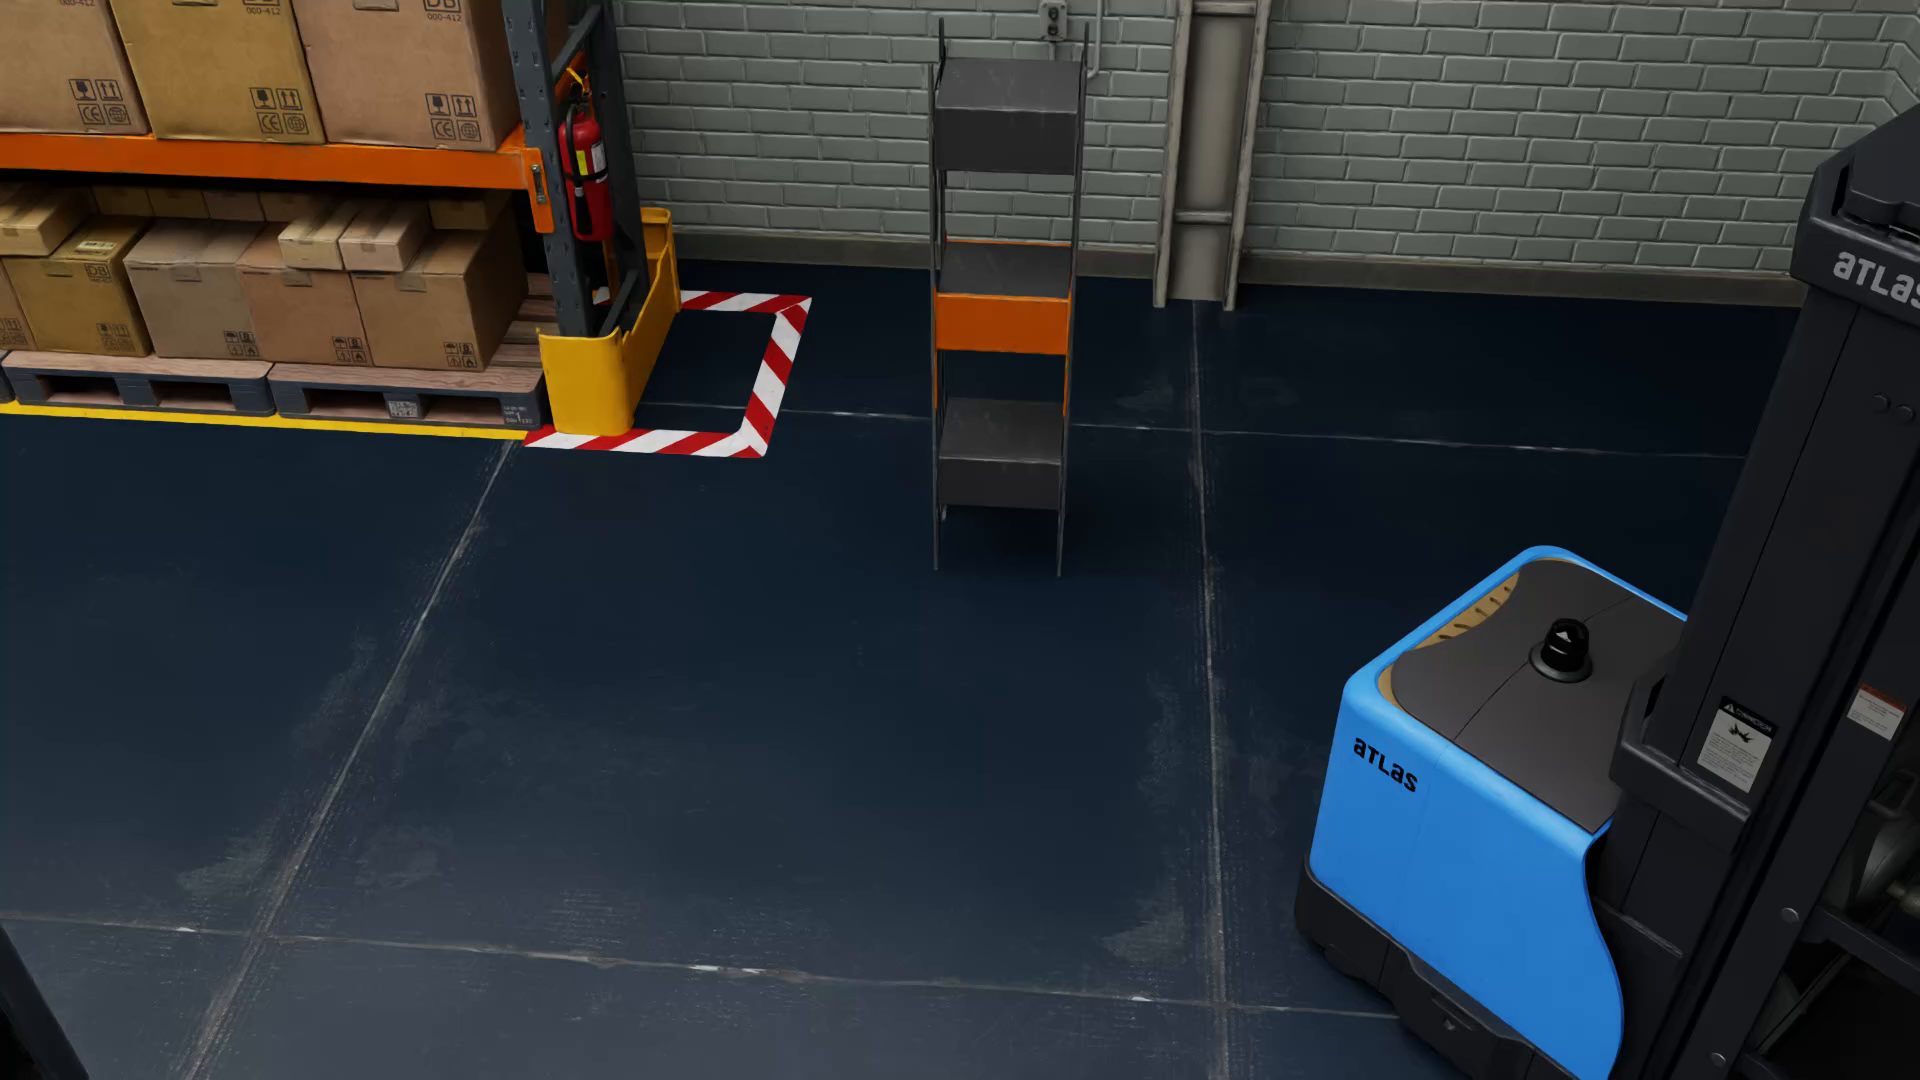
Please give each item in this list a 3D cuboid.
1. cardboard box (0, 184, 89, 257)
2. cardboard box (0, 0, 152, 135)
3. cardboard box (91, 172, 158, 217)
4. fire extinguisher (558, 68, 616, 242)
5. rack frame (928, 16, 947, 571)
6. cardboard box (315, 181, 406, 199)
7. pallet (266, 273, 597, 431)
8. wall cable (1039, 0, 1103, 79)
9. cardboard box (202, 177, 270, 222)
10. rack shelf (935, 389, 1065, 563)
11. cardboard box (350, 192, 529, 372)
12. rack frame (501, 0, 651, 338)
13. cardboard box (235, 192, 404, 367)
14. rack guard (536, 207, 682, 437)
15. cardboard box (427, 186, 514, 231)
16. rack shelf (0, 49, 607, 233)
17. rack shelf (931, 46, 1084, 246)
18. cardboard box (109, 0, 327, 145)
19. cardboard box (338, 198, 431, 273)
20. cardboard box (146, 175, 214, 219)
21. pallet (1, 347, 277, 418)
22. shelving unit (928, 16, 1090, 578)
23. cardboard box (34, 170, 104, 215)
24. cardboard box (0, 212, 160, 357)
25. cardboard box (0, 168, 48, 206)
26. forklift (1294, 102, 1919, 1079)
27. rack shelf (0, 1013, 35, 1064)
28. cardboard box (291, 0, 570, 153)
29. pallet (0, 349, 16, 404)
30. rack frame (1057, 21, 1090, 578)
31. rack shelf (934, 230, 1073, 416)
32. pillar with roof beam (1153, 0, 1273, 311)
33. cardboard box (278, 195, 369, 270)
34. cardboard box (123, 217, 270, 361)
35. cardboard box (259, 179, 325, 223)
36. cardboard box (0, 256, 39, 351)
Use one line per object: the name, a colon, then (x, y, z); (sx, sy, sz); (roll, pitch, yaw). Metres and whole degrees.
cardboard box: (-4.009, -1.389, 7.214); (0.250, 0.149, 0.380); (2, 39, 3)
cardboard box: (-3.599, -2.211, 6.853); (0.700, 0.700, 0.980); (1, 39, 2)
cardboard box: (-3.685, -1.615, 7.491); (0.250, 0.149, 0.380); (2, 39, 3)
fire extinguisher: (-1.495, -1.520, 6.598); (0.183, 0.674, 0.296); (3, 39, 4)
rack frame: (-0.078, -0.819, 6.092); (0.015, 2.100, 0.400); (3, 39, 4)
cardboard box: (-2.674, -1.560, 7.424); (0.250, 0.149, 0.380); (3, 39, 4)
pallet: (-2.409, -0.906, 7.696); (1.213, 0.211, 1.003); (3, 39, 4)
wall cable: (-0.248, -2.913, 7.147); (1.851, 1.984, 0.084); (3, 39, 4)
cardboard box: (-3.177, -1.587, 7.457); (0.250, 0.149, 0.380); (4, 39, 4)
rack shelf: (0.165, -0.252, 6.527); (0.480, 0.518, 0.431); (3, 39, 4)
cardboard box: (-2.311, -1.162, 7.449); (0.500, 0.500, 0.700); (3, 39, 4)
rack frame: (-1.605, -1.993, 6.823); (0.127, 3.000, 1.000); (3, 39, 4)
cardboard box: (-2.810, -1.189, 7.482); (0.500, 0.500, 0.700); (3, 39, 4)
rack guard: (-1.582, -1.023, 7.610); (0.348, 0.500, 1.175); (3, 39, 4)
cardboard box: (-2.170, -1.533, 7.390); (0.250, 0.149, 0.380); (3, 39, 4)
rack shelf: (-3.598, -1.823, 7.184); (4.000, 0.370, 1.077); (3, 39, 4)
rack shelf: (0.165, -1.338, 5.643); (0.480, 0.518, 0.431); (3, 39, 4)
cardboard box: (-2.840, -2.164, 6.795); (0.700, 0.700, 0.980); (3, 39, 3)
cardboard box: (-2.455, -1.306, 7.112); (0.250, 0.149, 0.380); (3, 39, 3)
cardboard box: (-3.433, -1.600, 7.474); (0.250, 0.149, 0.380); (4, 39, 4)
pallet: (-3.621, -0.974, 7.780); (1.213, 0.211, 1.003); (3, 39, 4)
shelving unit: (0.165, -0.805, 6.076); (0.503, 2.100, 0.431); (3, 39, 4)
cardboard box: (-3.942, -1.628, 7.508); (0.250, 0.149, 0.380); (4, 39, 4)
cardboard box: (-3.843, -1.241, 7.546); (0.500, 0.500, 0.700); (4, 39, 5)
cardboard box: (-4.194, -1.642, 7.525); (0.250, 0.149, 0.380); (2, 39, 2)
forklift: (2.392, 0.587, 3.707); (1.130, 2.935, 3.031); (-29, 47, -31)
rack shelf: (-4.022, 1.292, 3.356); (4.000, 0.370, 1.077); (3, 39, 4)
cardboard box: (-2.114, -2.131, 6.755); (0.700, 0.700, 0.980); (5, 39, 6)
pallet: (-4.840, -1.039, 7.859); (1.213, 0.211, 1.003); (3, 39, 4)
rack frame: (0.408, -0.792, 6.060); (0.015, 2.100, 0.400); (3, 39, 4)
rack shelf: (0.165, -0.795, 6.085); (0.480, 0.518, 0.431); (3, 39, 4)
pillar with roof beam: (0.788, -2.009, 2.090); (0.400, 9.000, 9.100); (3, 39, 4)
cardboard box: (-2.710, -1.319, 7.128); (0.250, 0.149, 0.380); (4, 39, 5)
cardboard box: (-3.311, -1.216, 7.515); (0.500, 0.500, 0.700); (2, 39, 2)
cardboard box: (-2.924, -1.574, 7.441); (0.250, 0.149, 0.380); (3, 39, 4)
cardboard box: (-4.354, -1.270, 7.582); (0.500, 0.500, 0.700); (3, 39, 3)
